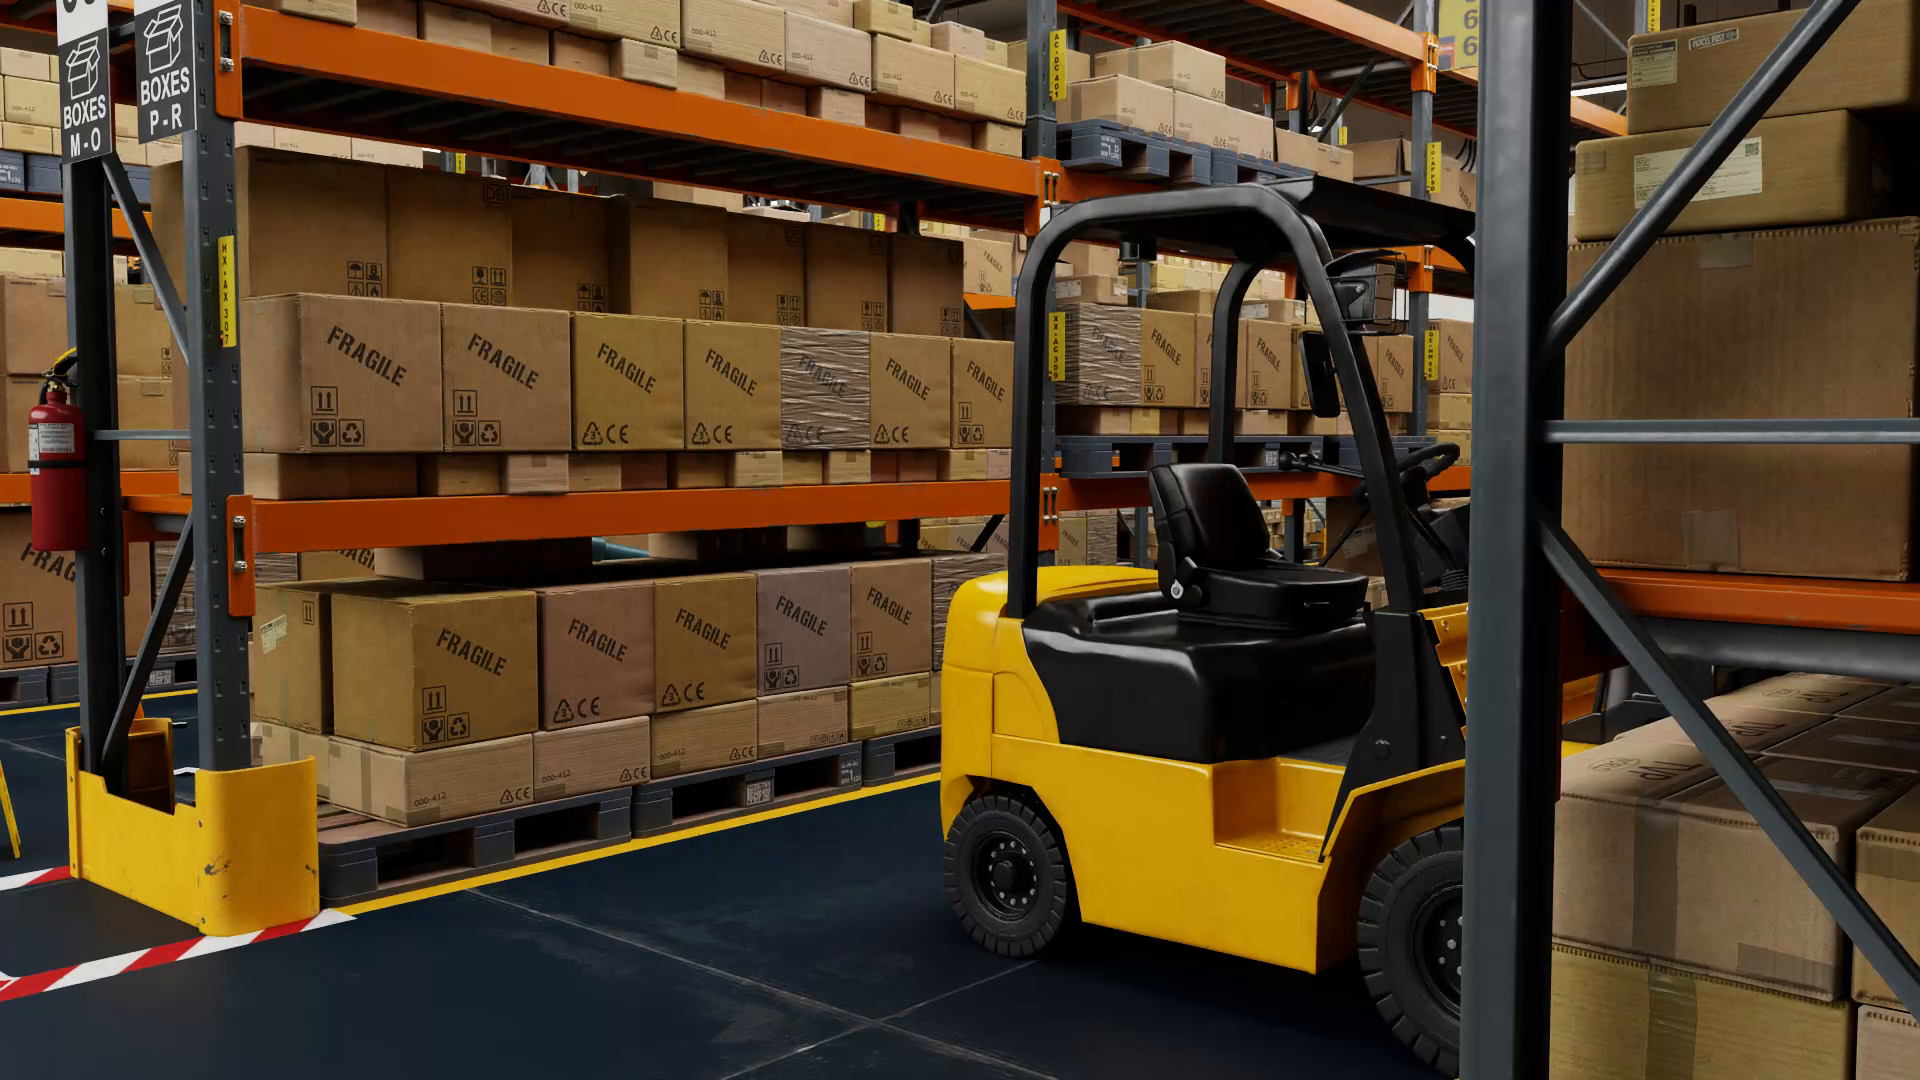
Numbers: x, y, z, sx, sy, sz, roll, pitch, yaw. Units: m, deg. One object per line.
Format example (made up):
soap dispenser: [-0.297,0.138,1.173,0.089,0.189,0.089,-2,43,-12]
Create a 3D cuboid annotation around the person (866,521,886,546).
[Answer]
person: [-0.734,-0.072,11.300,0.556,1.758,0.570,3,5,43]
